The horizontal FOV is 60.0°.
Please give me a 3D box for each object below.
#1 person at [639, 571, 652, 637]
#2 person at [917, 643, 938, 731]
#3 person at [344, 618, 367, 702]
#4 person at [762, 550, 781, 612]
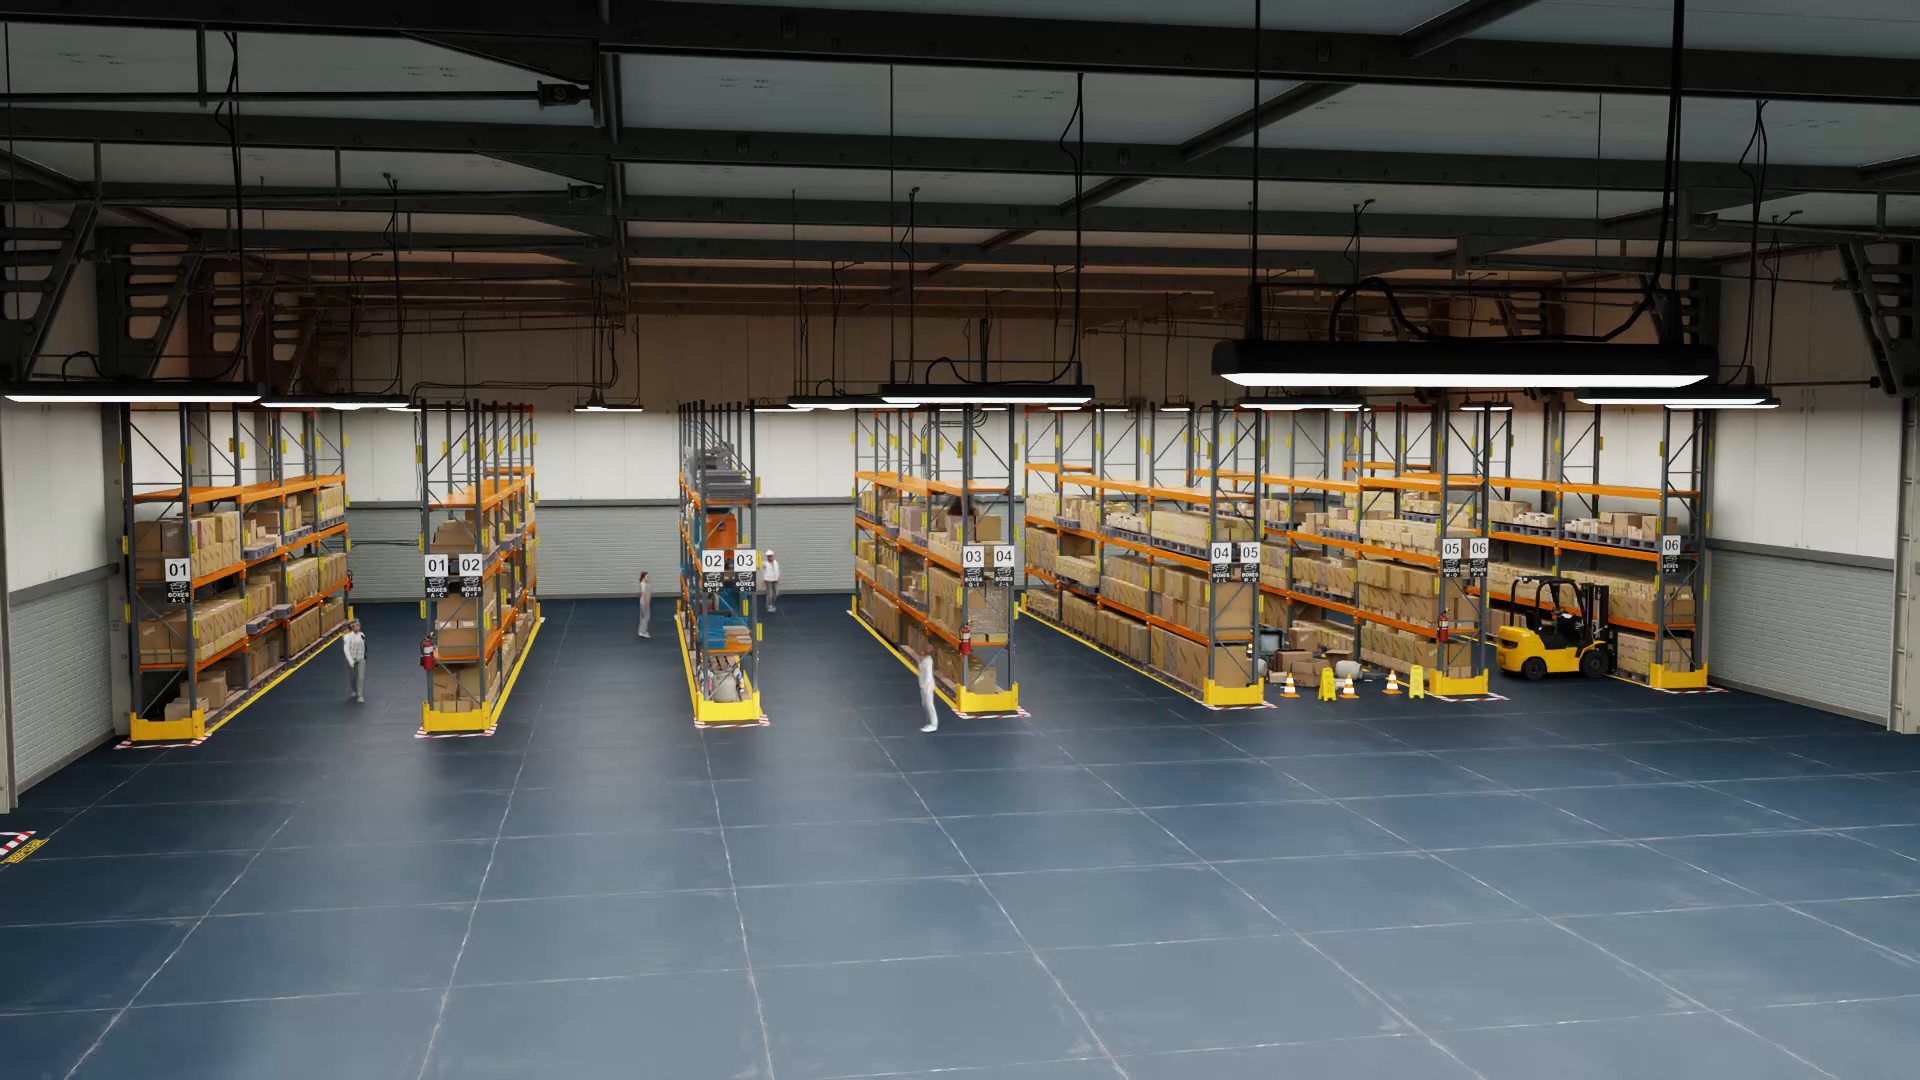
[{"bbox_3d":[-8.113,1.661,42.868,0.368,1.708,0.530,-1,4,-10],"label":"person"},{"bbox_3d":[-0.585,2.669,30.014,0.365,1.628,0.516,-1,4,-14],"label":"person"},{"bbox_3d":[-12.070,2.384,33.213,0.428,1.639,0.958,-1,5,-18],"label":"person"},{"bbox_3d":[-5.501,1.184,48.336,0.464,1.777,0.539,3,5,34],"label":"person"}]
